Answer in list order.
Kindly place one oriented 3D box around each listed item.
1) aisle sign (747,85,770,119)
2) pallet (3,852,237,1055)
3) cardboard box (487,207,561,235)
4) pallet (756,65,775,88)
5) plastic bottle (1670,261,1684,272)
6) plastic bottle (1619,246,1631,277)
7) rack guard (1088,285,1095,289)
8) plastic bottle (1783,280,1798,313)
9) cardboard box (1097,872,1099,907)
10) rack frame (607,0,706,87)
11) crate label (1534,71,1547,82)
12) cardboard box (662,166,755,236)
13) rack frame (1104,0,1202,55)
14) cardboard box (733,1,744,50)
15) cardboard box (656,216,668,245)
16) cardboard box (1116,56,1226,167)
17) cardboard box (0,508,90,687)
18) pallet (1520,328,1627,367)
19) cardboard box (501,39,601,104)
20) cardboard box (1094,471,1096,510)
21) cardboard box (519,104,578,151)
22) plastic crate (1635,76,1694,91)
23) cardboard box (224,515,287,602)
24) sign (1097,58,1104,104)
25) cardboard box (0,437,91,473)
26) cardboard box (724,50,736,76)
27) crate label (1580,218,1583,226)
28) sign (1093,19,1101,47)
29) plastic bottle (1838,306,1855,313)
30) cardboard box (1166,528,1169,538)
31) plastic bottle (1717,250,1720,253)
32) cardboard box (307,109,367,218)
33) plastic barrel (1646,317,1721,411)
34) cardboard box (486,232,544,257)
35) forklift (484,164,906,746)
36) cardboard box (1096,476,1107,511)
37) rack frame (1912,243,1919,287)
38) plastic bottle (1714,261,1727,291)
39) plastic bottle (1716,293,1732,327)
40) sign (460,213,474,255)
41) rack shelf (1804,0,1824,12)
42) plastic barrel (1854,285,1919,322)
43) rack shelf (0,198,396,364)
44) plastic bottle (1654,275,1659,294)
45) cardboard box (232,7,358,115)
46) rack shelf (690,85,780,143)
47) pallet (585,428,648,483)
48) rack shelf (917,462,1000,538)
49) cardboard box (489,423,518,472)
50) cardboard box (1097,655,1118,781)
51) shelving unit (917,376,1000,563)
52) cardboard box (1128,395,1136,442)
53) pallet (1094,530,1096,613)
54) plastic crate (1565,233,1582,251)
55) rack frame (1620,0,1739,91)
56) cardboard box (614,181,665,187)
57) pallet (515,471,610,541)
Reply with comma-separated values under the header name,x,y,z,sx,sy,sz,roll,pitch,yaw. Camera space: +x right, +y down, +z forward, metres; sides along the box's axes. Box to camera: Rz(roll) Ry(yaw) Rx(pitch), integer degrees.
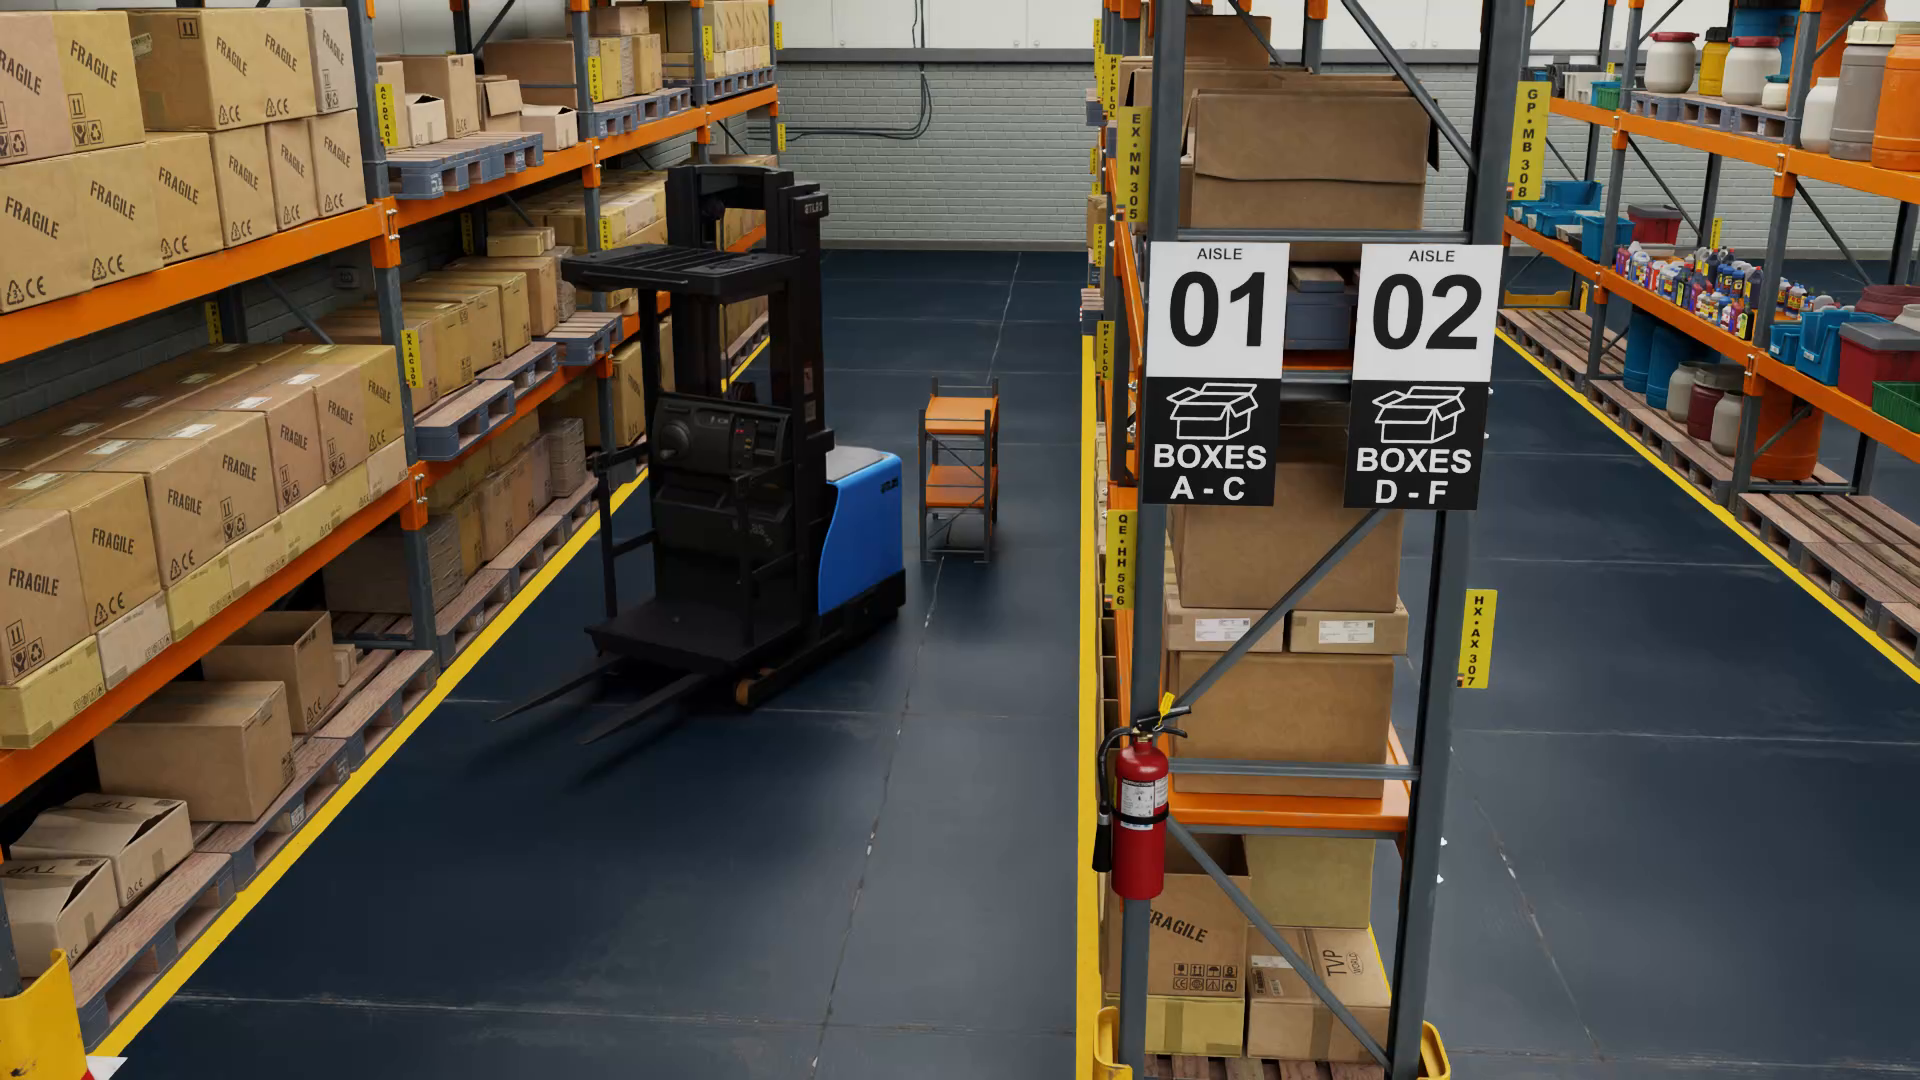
name,x,y,z,sx,sy,sz,roll,pitch,yaw
aisle sign,-2.446,-5.588,20.484,0.394,0.787,0.004,1,18,4
pallet,-3.798,1.683,6.949,1.003,0.211,1.213,1,18,4
cardboard box,-3.550,-2.553,13.524,0.500,0.250,0.500,2,18,5
pallet,-2.793,-5.489,19.683,1.003,0.211,1.213,1,18,4
plastic bottle,6.517,-2.388,15.093,0.152,0.276,0.135,1,18,4
plastic bottle,6.383,-2.672,15.947,0.061,0.283,0.133,1,18,4
rack guard,2.186,-3.016,20.824,1.175,0.500,0.348,1,18,4
plastic bottle,7.040,-2.060,14.081,0.061,0.283,0.133,1,18,4
cardboard box,0.846,1.365,7.181,0.500,0.250,0.500,1,18,4
rack frame,-3.037,-5.945,16.115,1.000,3.000,0.127,1,18,4
crate label,6.743,-5.191,18.869,0.408,0.251,0.502,1,18,4
cardboard box,-2.881,-3.858,18.897,0.980,0.700,0.700,0,18,1
rack frame,1.904,-5.836,15.781,1.000,3.000,0.127,1,18,4
cardboard box,-2.645,-5.580,18.021,0.500,0.500,0.500,1,18,4
cardboard box,-2.920,-2.674,15.096,0.500,0.500,0.500,2,18,5
cardboard box,1.032,-2.089,8.103,0.500,0.500,0.500,3,18,8
cardboard box,-3.563,0.196,6.011,0.500,0.500,0.500,1,18,4
pallet,6.944,-2.157,18.668,1.003,0.211,1.213,1,18,4
cardboard box,-3.361,-3.852,13.676,0.700,0.500,0.500,0,18,1
cardboard box,1.252,-0.323,12.334,0.500,0.250,0.500,1,18,2
cardboard box,-3.106,-3.015,12.101,0.500,0.311,0.500,1,18,4
plastic crate,7.207,-4.616,17.086,0.497,0.269,0.590,1,18,4
cardboard box,-3.441,0.073,7.591,0.500,0.250,0.500,1,18,4
sign,1.077,-3.426,12.415,0.100,0.325,0.005,1,18,4
cardboard box,-3.997,-0.130,7.007,0.500,0.500,0.500,1,18,2
cardboard box,-2.674,-5.062,17.643,0.500,0.250,0.500,1,18,3
crate label,7.223,-3.585,18.873,0.396,0.136,0.243,1,18,4
sign,1.650,-6.080,19.940,0.100,0.325,0.005,1,18,4
plastic bottle,6.911,-1.699,12.990,0.152,0.276,0.135,1,18,4
cardboard box,0.937,0.025,6.329,0.380,0.149,0.250,2,18,5
plastic bottle,7.168,-2.615,15.774,0.061,0.283,0.133,1,18,4
cardboard box,-3.400,-1.929,8.483,0.500,0.500,0.500,2,18,5
plastic barrel,6.738,-1.687,15.450,0.600,0.901,0.708,1,18,4
cardboard box,-3.327,-2.209,12.438,0.380,0.149,0.250,-2,18,-5
forklift,-1.506,-0.595,9.531,1.130,2.935,3.031,10,20,27
cardboard box,1.183,-0.265,11.254,0.500,0.311,0.500,1,18,3
rack frame,12.072,-4.005,19.828,1.000,3.000,0.127,1,18,4
plastic bottle,6.951,-2.409,15.165,0.097,0.271,0.097,0,18,0
plastic bottle,6.218,-1.872,13.527,0.097,0.271,0.097,0,18,0
sign,-3.877,-2.414,13.112,0.100,0.325,0.005,1,18,4
rack shelf,6.415,-3.329,9.927,1.077,0.370,4.000,1,18,4
plastic barrel,6.827,-1.545,12.101,0.600,0.536,0.708,1,18,4
rack shelf,-3.754,-1.072,7.216,1.077,0.370,4.000,1,18,4
plastic bottle,6.330,-2.321,15.007,0.097,0.201,0.097,0,18,0
cardboard box,-3.376,-2.406,8.332,0.500,0.500,0.500,0,18,-1
rack shelf,-2.893,-4.799,18.590,1.077,0.370,4.000,1,18,4
pallet,-3.192,-0.770,14.434,1.003,0.211,1.213,1,18,4
rack shelf,0.000,-0.304,12.330,0.538,0.278,1.000,1,18,4
cardboard box,-3.458,-0.669,11.752,0.500,0.250,0.500,1,18,4
cardboard box,0.880,0.853,7.538,0.500,0.500,0.500,1,18,4
shelving unit,0.000,-0.537,12.254,0.538,1.125,1.048,1,18,4
cardboard box,1.211,-0.714,9.999,0.396,0.266,0.258,1,18,3
pallet,1.430,0.215,11.427,1.003,0.211,1.213,1,18,4
plastic crate,6.657,-3.125,17.487,0.437,0.125,0.590,1,18,4
rack frame,6.845,-5.724,15.440,1.000,3.000,0.127,1,18,4
cardboard box,-2.898,-3.181,15.440,0.500,0.250,0.500,2,18,5
pallet,-3.381,-0.284,12.951,1.003,0.211,1.213,1,18,4
